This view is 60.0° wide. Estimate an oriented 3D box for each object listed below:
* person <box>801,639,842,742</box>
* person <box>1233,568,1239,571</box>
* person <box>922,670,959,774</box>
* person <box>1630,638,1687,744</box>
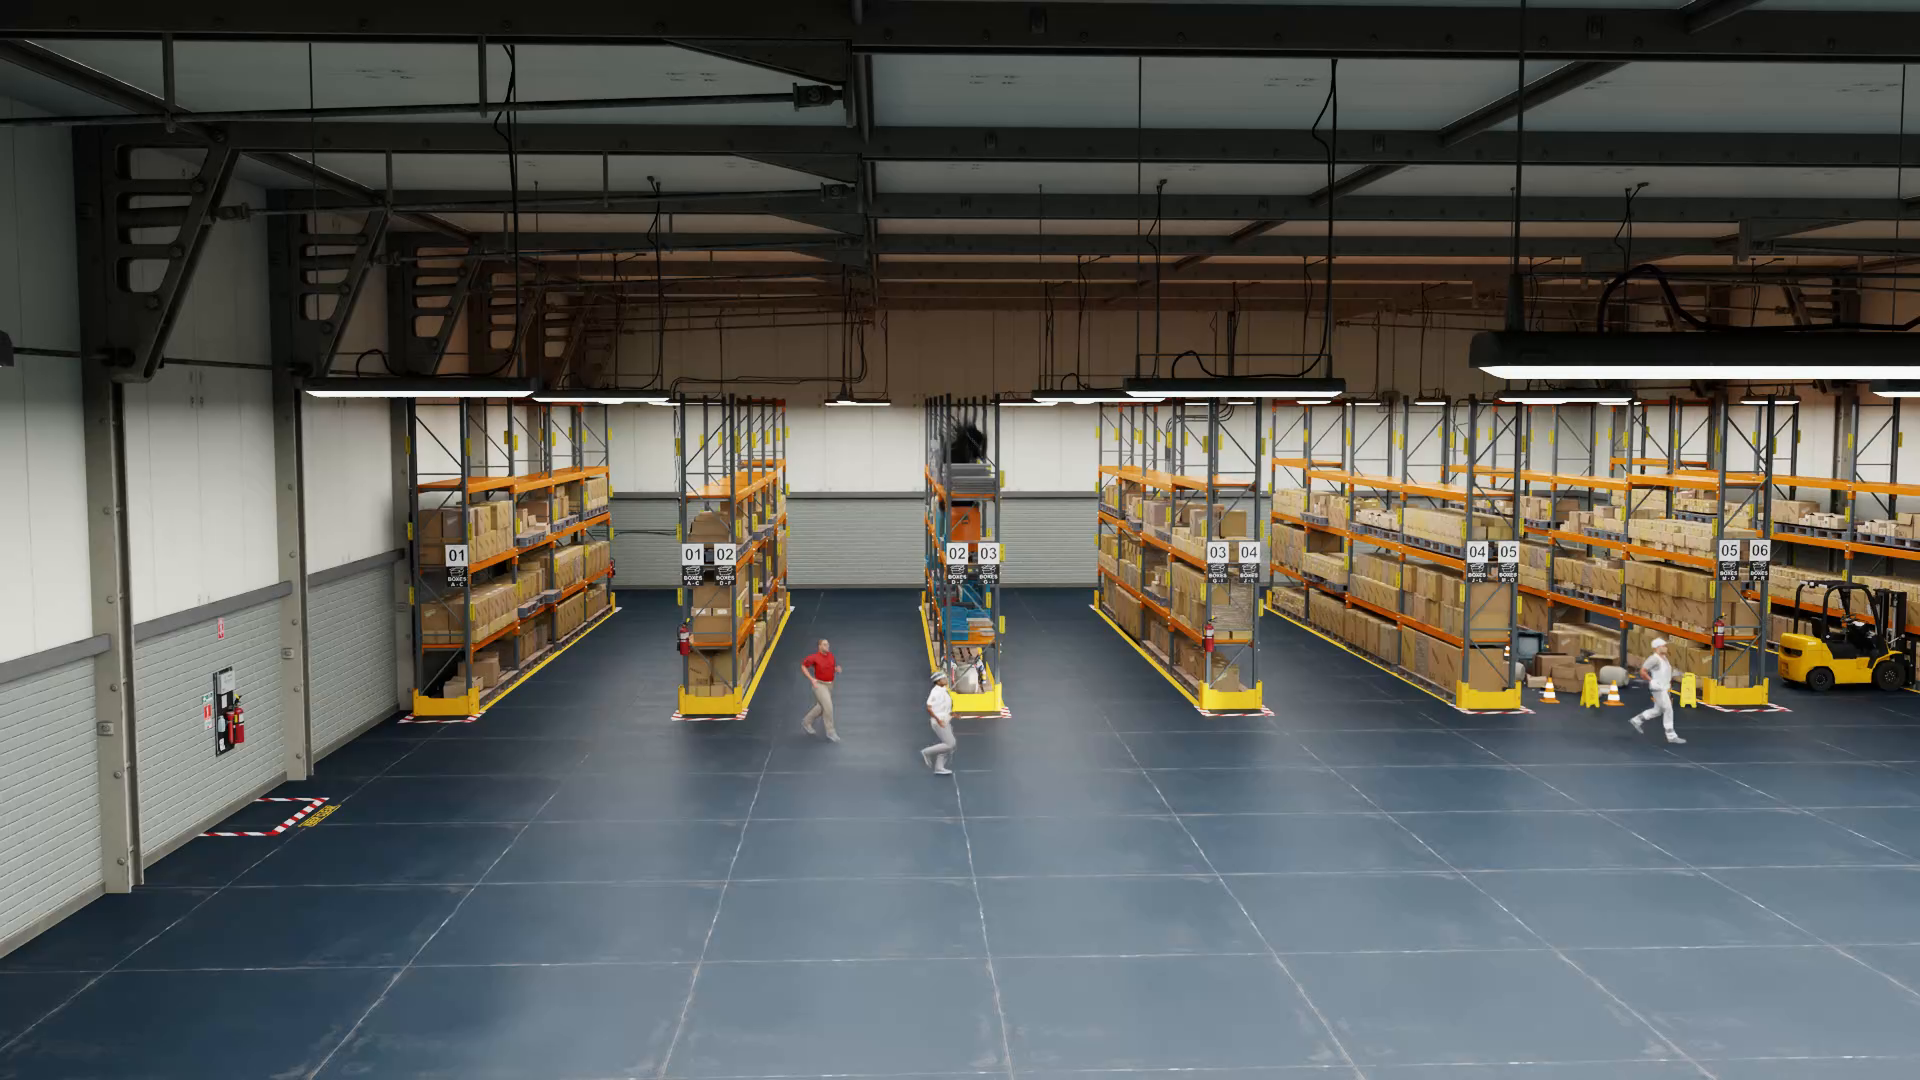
[{"bbox_3d":[-2.388,2.589,28.883,0.910,1.754,0.640,3,5,30],"label":"person"},{"bbox_3d":[7.672,1.157,46.789,0.683,1.833,0.723,0,5,1],"label":"person"},{"bbox_3d":[-0.297,2.843,26.030,0.561,1.649,0.574,1,5,12],"label":"person"},{"bbox_3d":[11.987,2.567,28.523,0.981,1.768,0.665,4,6,38],"label":"person"}]
